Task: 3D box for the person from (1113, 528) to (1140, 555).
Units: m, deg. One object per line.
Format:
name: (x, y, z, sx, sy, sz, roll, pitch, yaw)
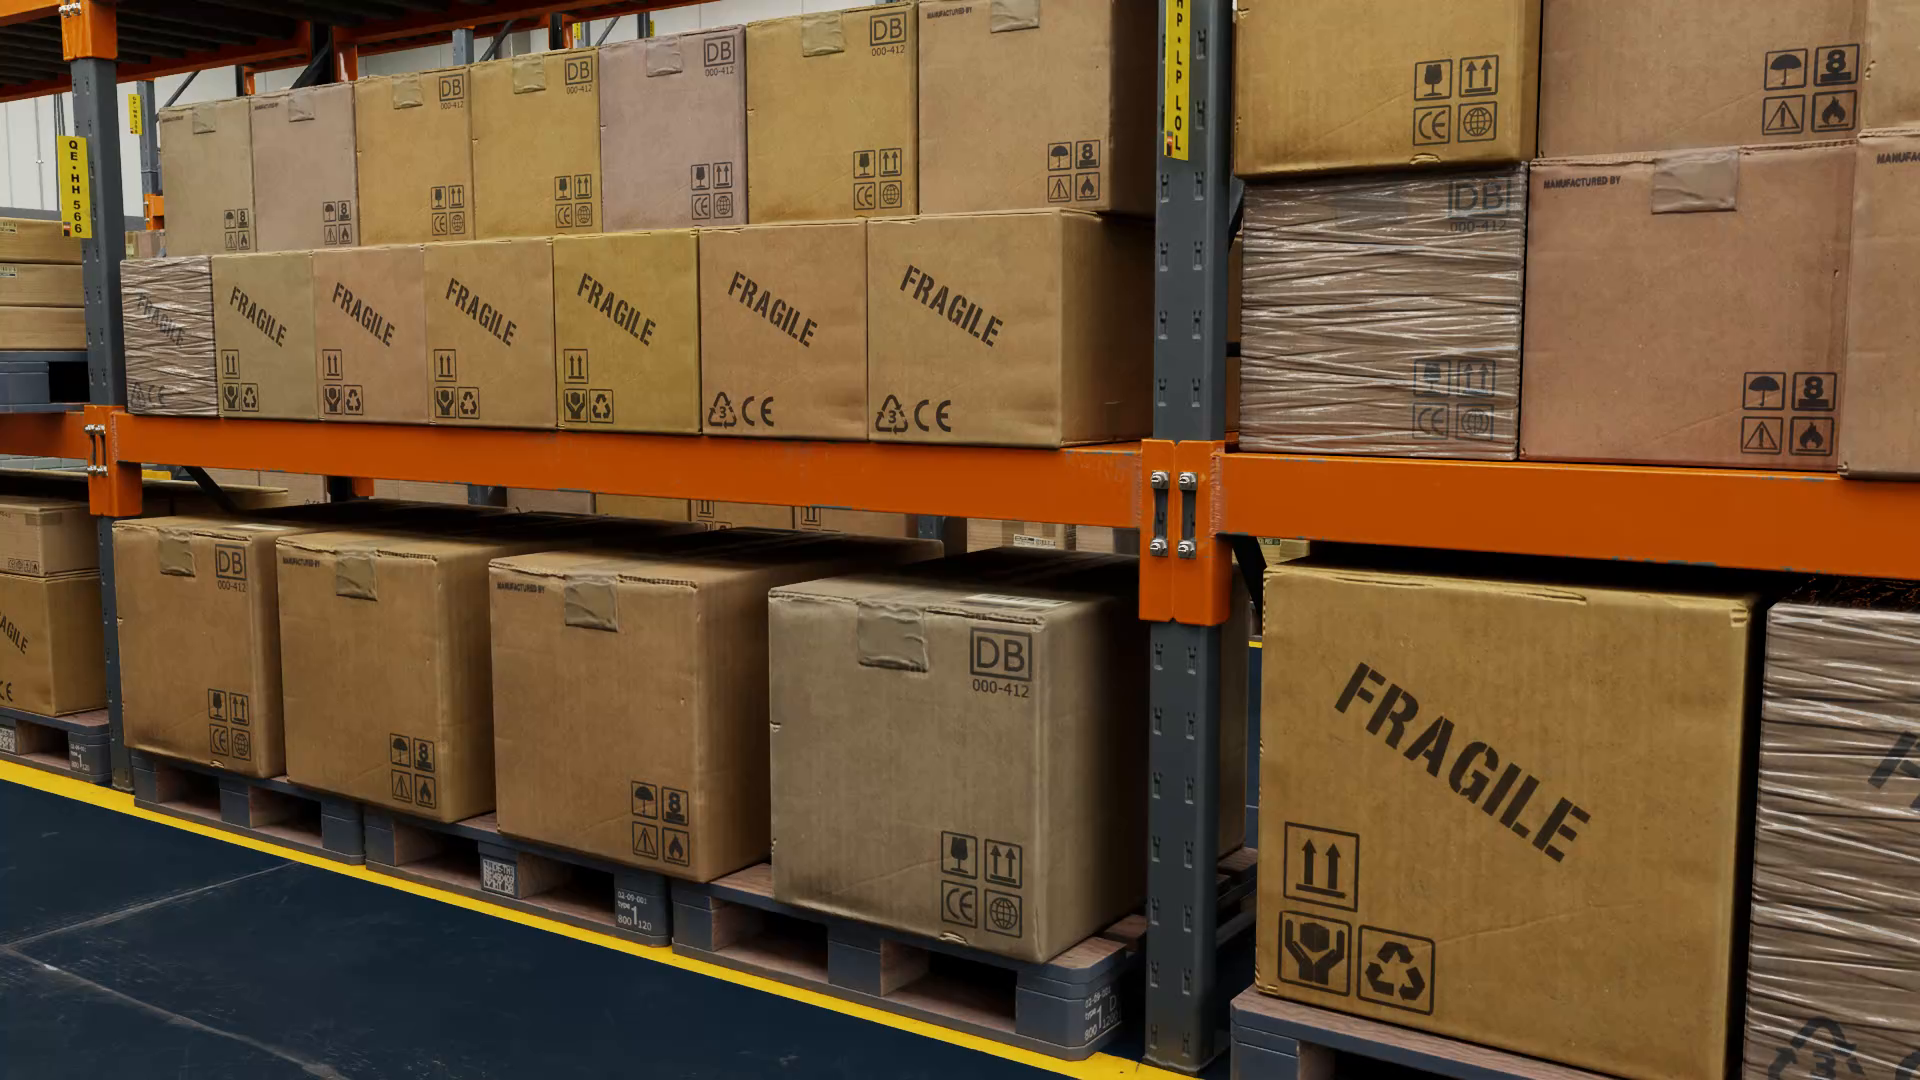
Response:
person: (0.866, -0.150, 7.225, 0.450, 1.688, 0.534, 4, 8, 34)
